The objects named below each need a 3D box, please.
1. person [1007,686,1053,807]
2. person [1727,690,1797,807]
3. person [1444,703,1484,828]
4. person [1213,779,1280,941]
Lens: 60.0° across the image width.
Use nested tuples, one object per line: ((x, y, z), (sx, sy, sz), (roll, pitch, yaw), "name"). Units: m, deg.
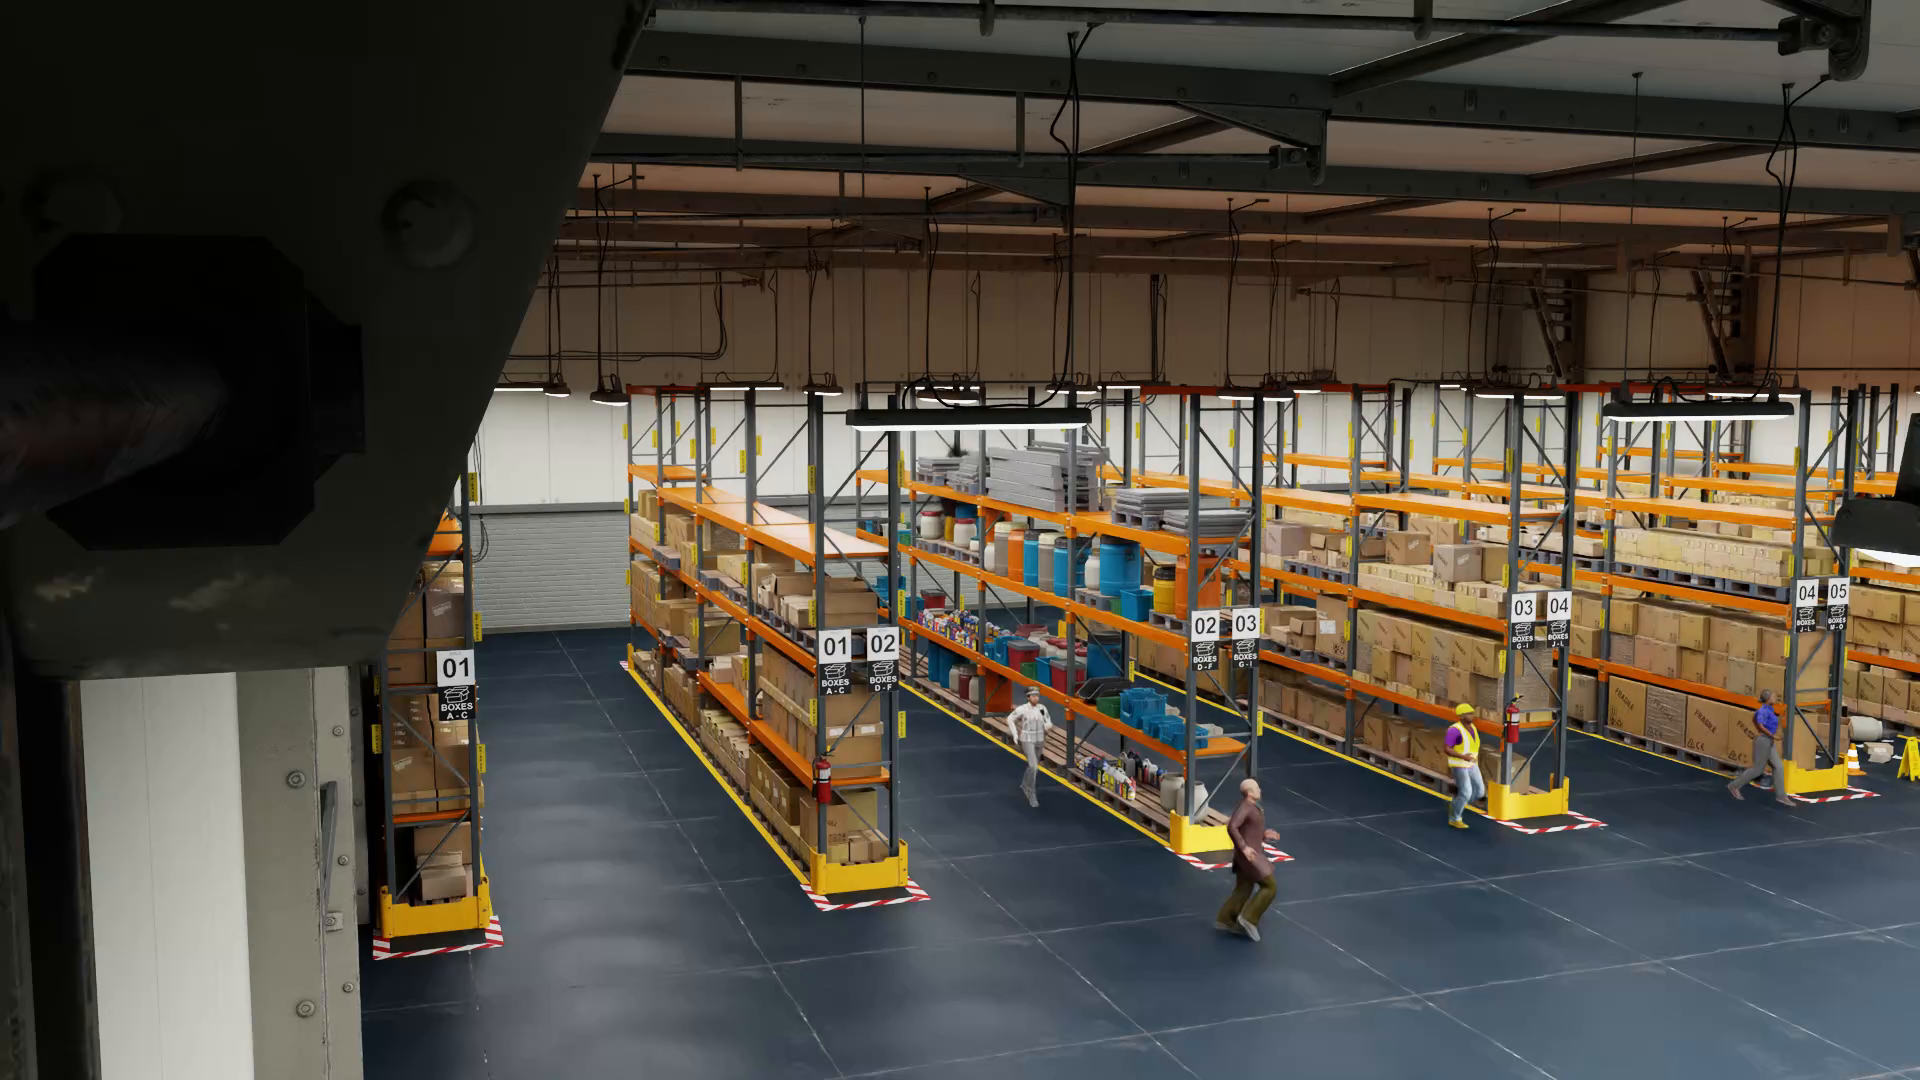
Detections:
((1.054, 2.989, 24.282), (0.577, 1.755, 0.737), (-3, 7, -29), "person")
((11.764, 3.007, 24.271), (0.921, 1.637, 0.660), (4, 7, 34), "person")
((6.956, 3.102, 22.865), (0.703, 1.730, 0.568), (-5, 8, -40), "person")
((3.219, 3.562, 18.575), (0.707, 1.798, 0.697), (0, 6, 5), "person")
